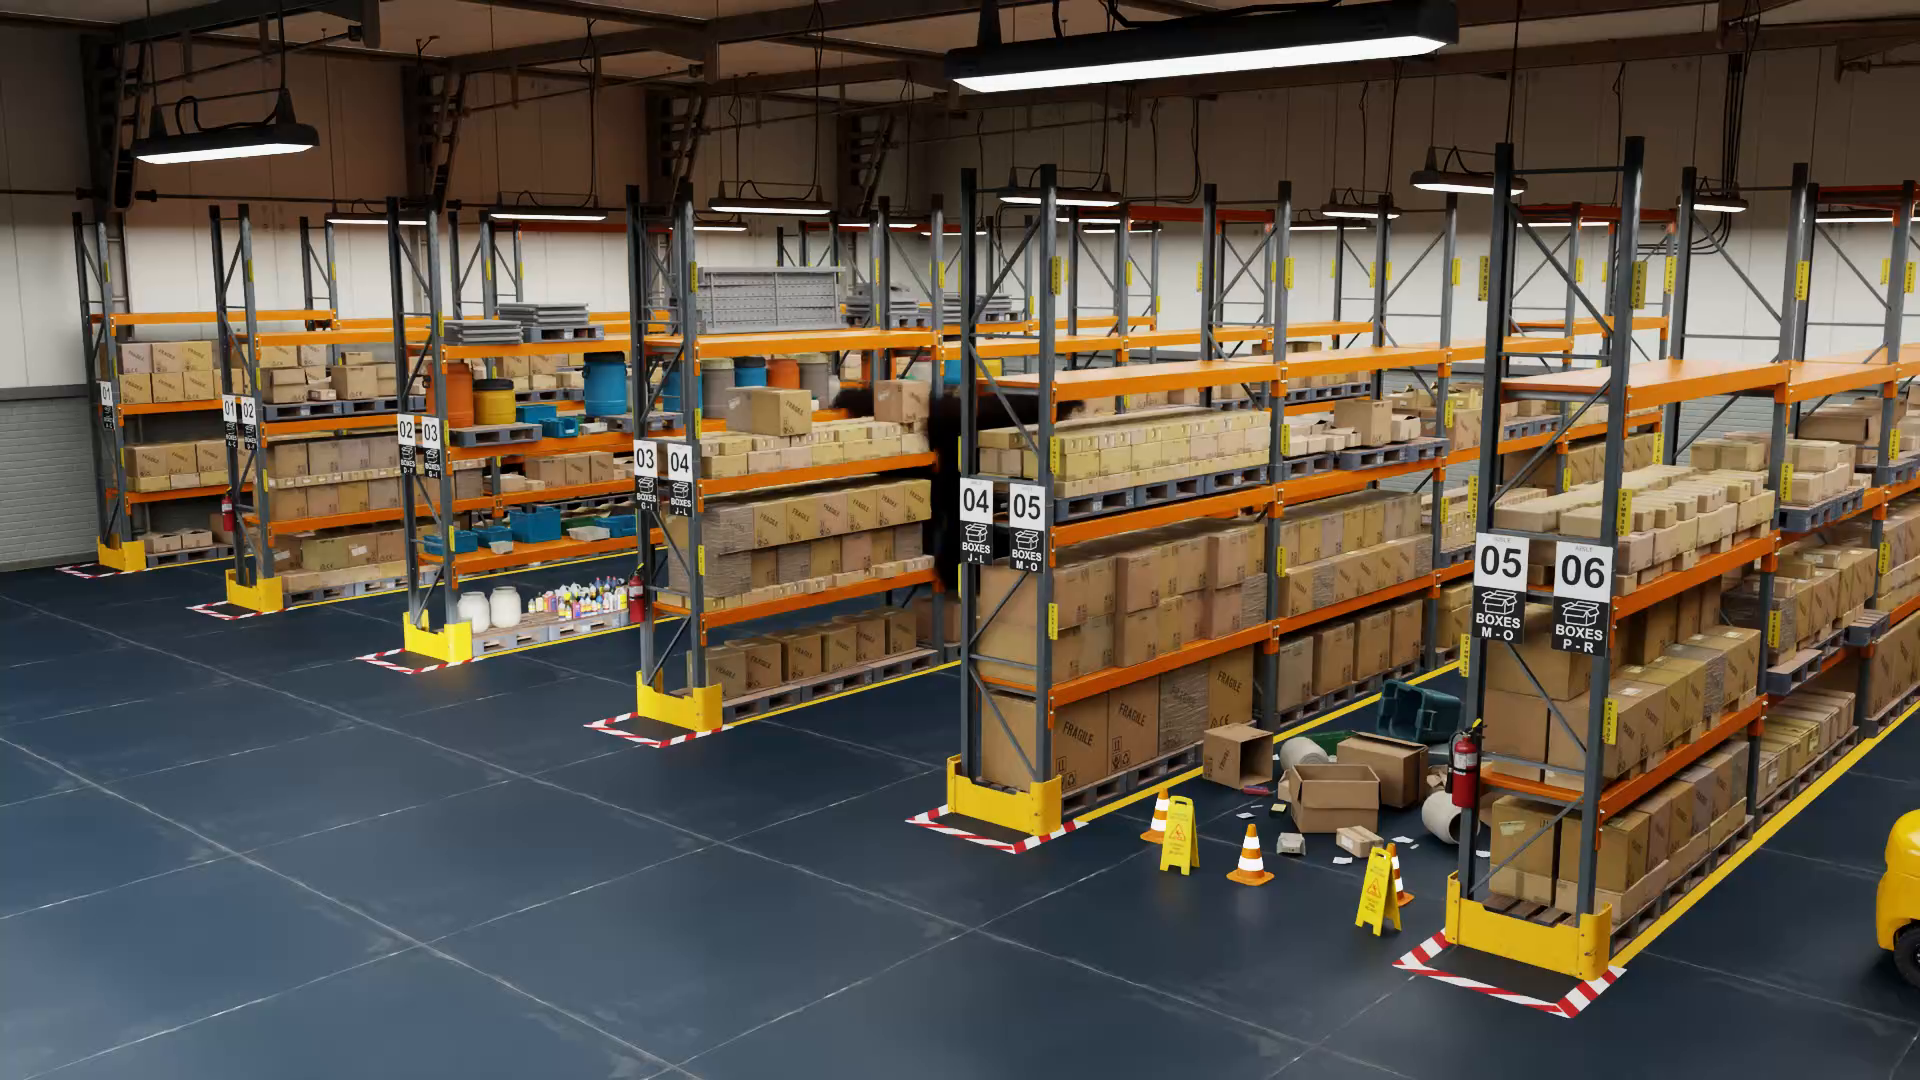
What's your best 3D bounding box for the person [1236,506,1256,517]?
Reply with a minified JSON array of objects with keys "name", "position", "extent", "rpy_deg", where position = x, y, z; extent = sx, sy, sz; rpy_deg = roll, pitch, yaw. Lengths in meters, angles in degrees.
[{"name":"person","position":[3.815,0.318,22.431],"extent":[0.382,1.684,0.456],"rpy_deg":[9,13,43]}]
